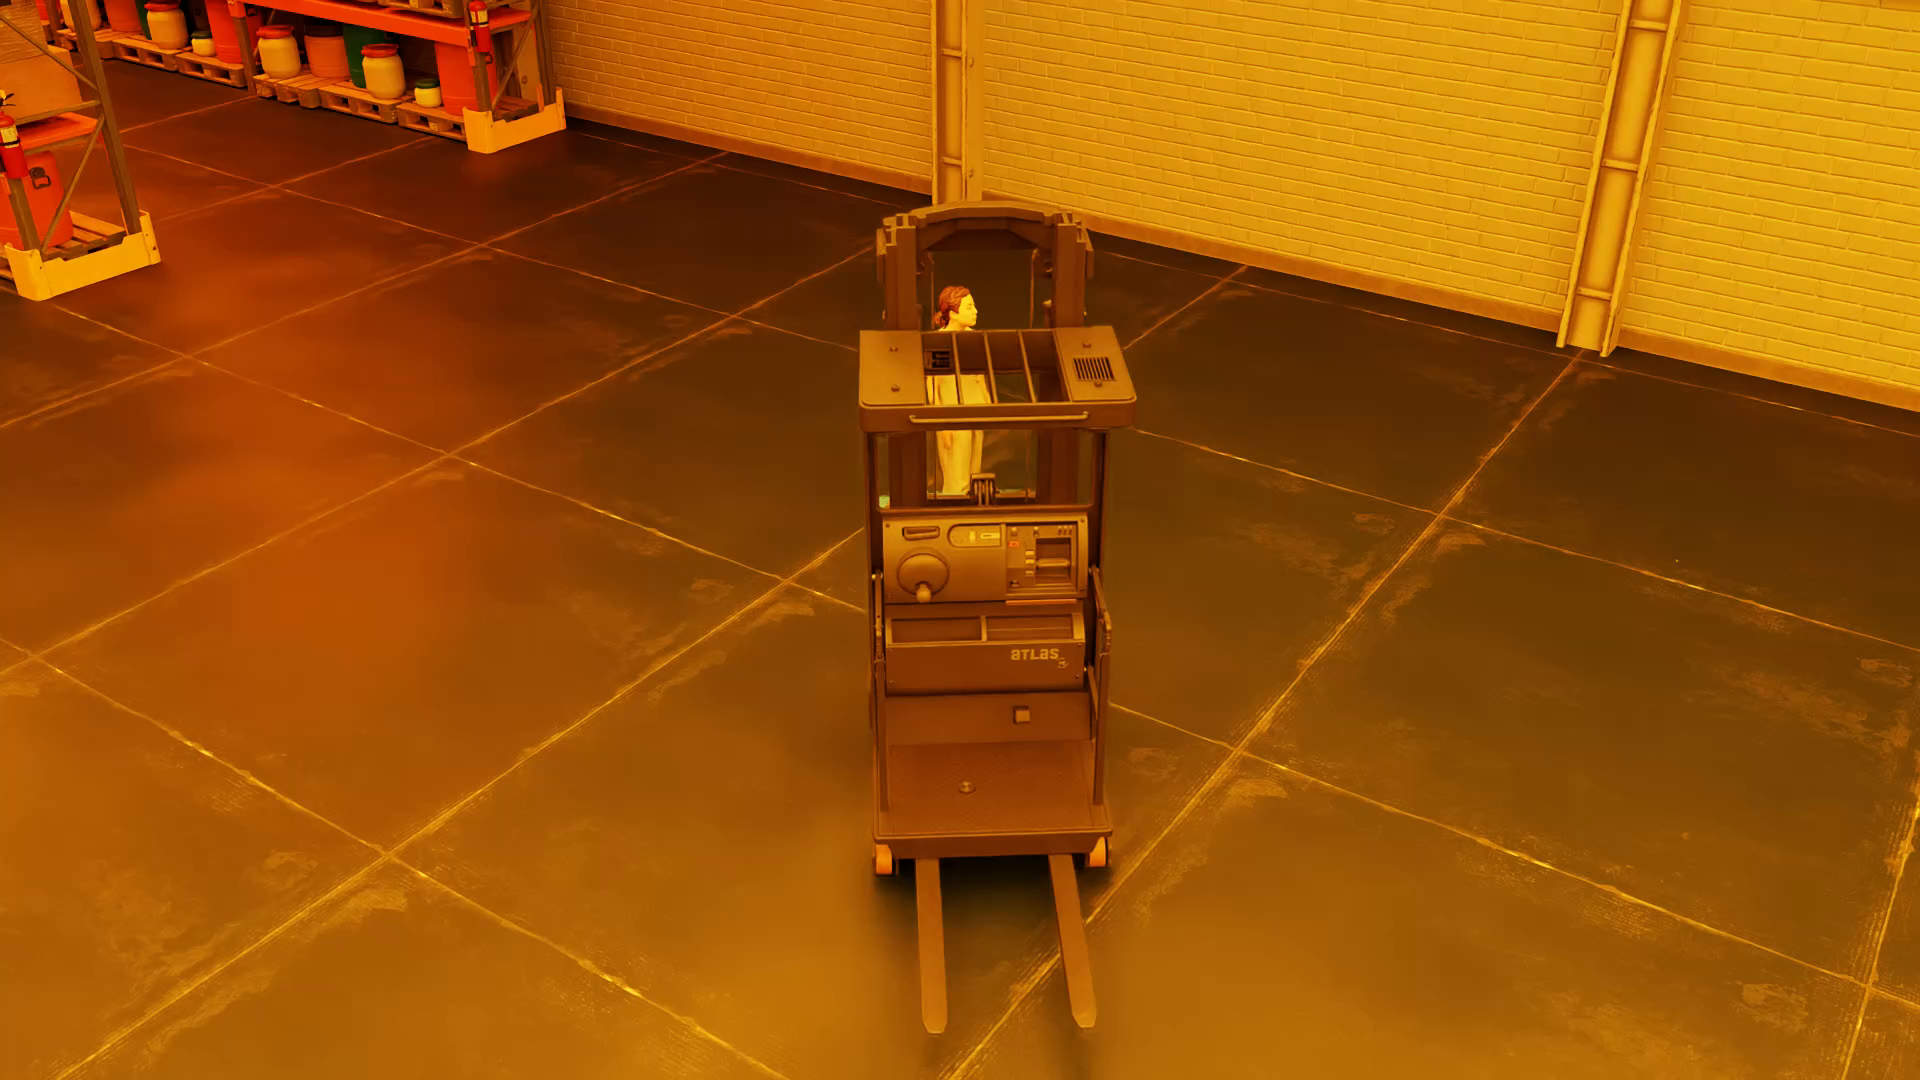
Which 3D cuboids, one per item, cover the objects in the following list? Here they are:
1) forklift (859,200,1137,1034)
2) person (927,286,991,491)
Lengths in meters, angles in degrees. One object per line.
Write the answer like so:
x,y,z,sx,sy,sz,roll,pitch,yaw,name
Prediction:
0.129,0.133,7.353,1.130,2.935,3.031,-1,30,-3,forklift
0.054,-0.700,10.033,0.548,1.663,0.549,19,35,29,person
